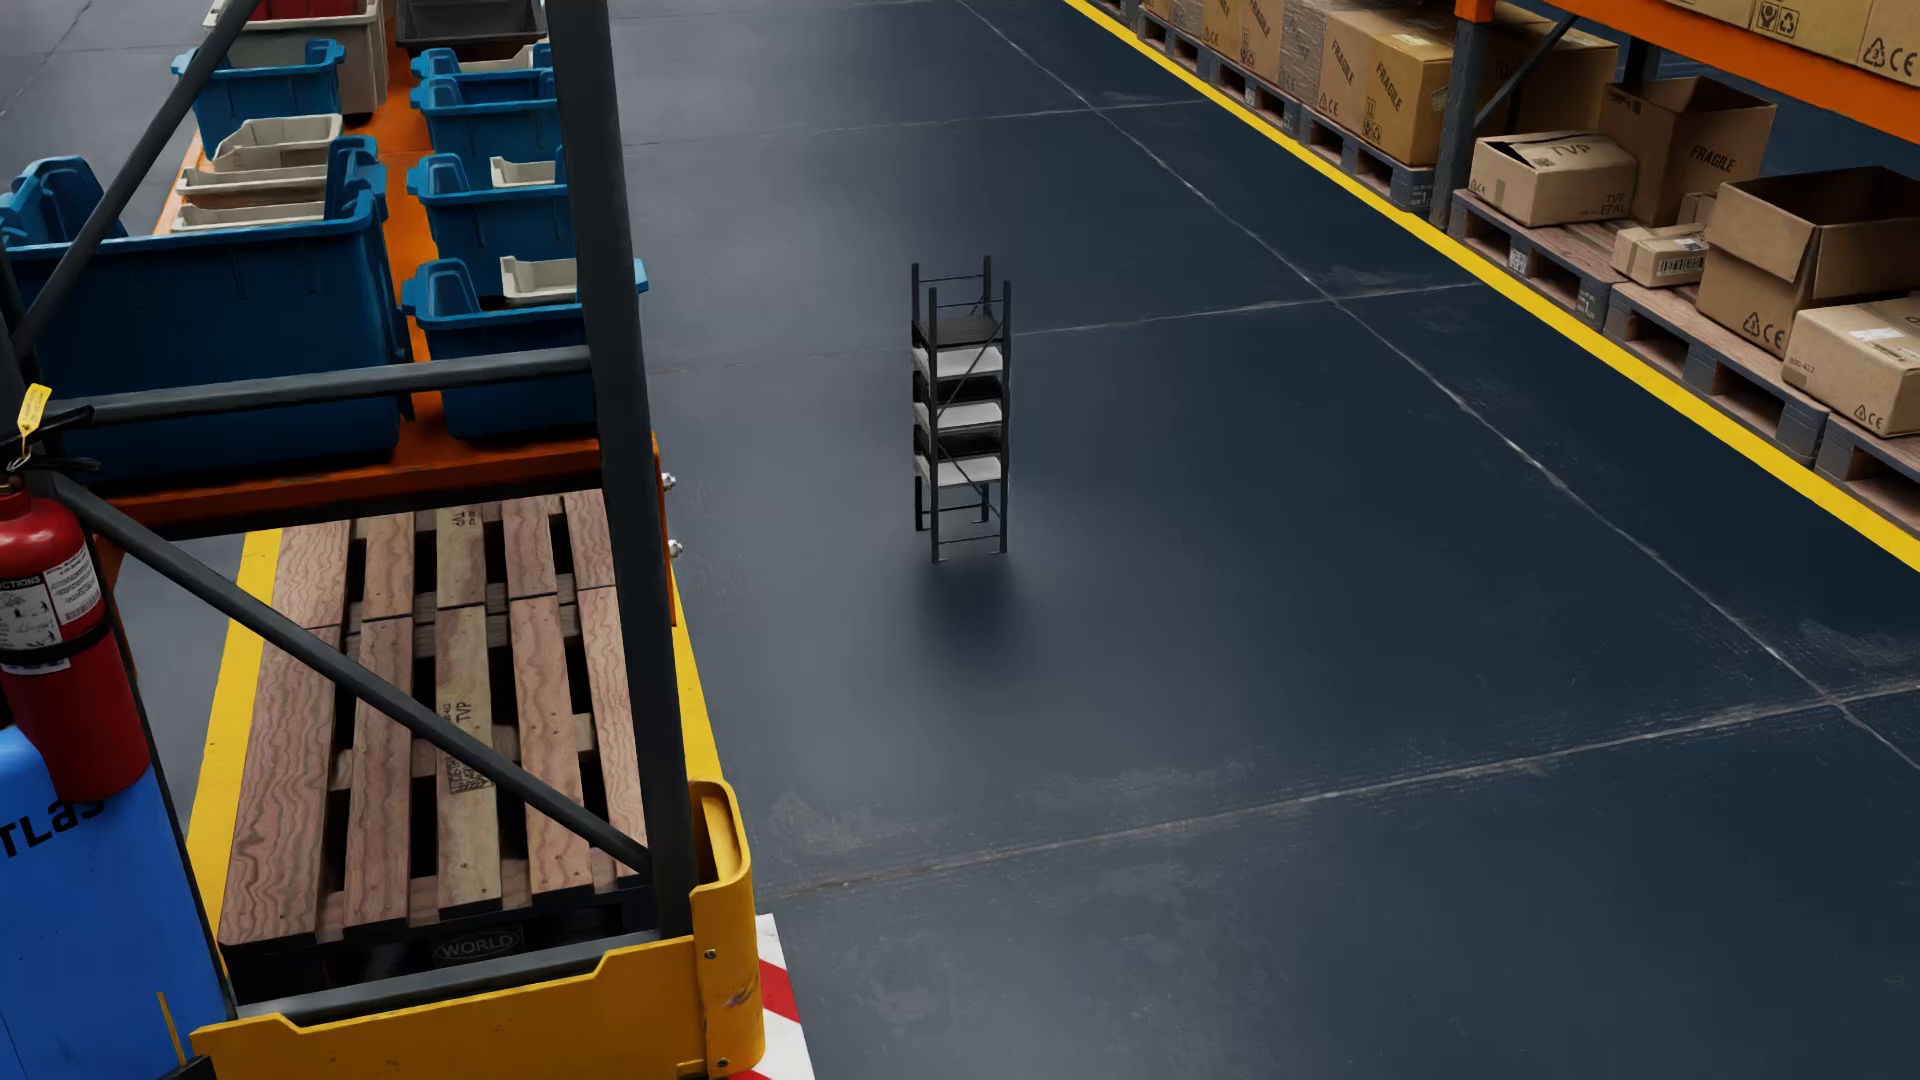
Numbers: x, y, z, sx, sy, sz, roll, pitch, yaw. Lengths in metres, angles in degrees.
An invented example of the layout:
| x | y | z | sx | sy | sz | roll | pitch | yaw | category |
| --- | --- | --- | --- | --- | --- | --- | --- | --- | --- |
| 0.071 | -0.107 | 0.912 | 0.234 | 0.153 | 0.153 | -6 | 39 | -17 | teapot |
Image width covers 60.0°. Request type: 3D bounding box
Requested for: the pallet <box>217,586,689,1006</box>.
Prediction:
| x | y | z | sx | sy | sz | roll | pitch | yaw | category |
| --- | --- | --- | --- | --- | --- | --- | --- | --- | --- |
| -1.196 | 0.565 | 4.063 | 1.003 | 0.211 | 1.213 | -8 | 31 | -13 | pallet |

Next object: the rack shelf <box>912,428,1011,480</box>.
| x | y | z | sx | sy | sz | roll | pitch | yaw | category |
| --- | --- | --- | --- | --- | --- | --- | --- | --- | --- |
| 0.002 | -0.279 | 5.080 | 0.258 | 0.077 | 0.200 | -8 | 31 | -13 | rack shelf |

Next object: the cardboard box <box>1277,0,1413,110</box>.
| x | y | z | sx | sy | sz | roll | pitch | yaw | category |
| --- | --- | --- | --- | --- | --- | --- | --- | --- | --- |
| 2.037 | -2.618 | 8.834 | 0.500 | 0.500 | 0.500 | -7 | 31 | -13 | cardboard box |

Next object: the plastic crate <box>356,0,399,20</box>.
| x | y | z | sx | sy | sz | roll | pitch | yaw | category |
| --- | --- | --- | --- | --- | --- | --- | --- | --- | --- |
| -2.091 | -1.838 | 5.635 | 0.396 | 0.136 | 0.243 | -8 | 31 | -13 | plastic crate |

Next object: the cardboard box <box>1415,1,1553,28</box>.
| x | y | z | sx | sy | sz | roll | pitch | yaw | category |
| --- | --- | --- | --- | --- | --- | --- | --- | --- | --- |
| 2.654 | -2.458 | 8.558 | 0.500 | 0.500 | 0.500 | -7 | 31 | -13 | cardboard box |

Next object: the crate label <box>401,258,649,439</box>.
| x | y | z | sx | sy | sz | roll | pitch | yaw | category |
| --- | --- | --- | --- | --- | --- | --- | --- | --- | --- |
| -0.763 | -0.355 | 2.976 | 0.416 | 0.233 | 0.303 | -8 | 31 | -13 | crate label |

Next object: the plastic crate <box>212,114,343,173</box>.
| x | y | z | sx | sy | sz | roll | pitch | yaw | category |
| --- | --- | --- | --- | --- | --- | --- | --- | --- | --- |
| -1.663 | -0.933 | 4.072 | 0.298 | 0.136 | 0.250 | -8 | 31 | -13 | plastic crate |

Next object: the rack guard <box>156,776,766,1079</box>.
| x | y | z | sx | sy | sz | roll | pitch | yaw | category |
| --- | --- | --- | --- | --- | --- | --- | --- | --- | --- |
| -0.996 | 0.854 | 3.276 | 1.175 | 0.500 | 0.348 | -8 | 31 | -13 | rack guard |

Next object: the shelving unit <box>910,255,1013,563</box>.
| x | y | z | sx | sy | sz | roll | pitch | yaw | category |
| --- | --- | --- | --- | --- | --- | --- | --- | --- | --- |
| 0.002 | -0.386 | 5.018 | 0.258 | 0.900 | 0.210 | -8 | 31 | -13 | shelving unit |

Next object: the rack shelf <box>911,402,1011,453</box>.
| x | y | z | sx | sy | sz | roll | pitch | yaw | category |
| --- | --- | --- | --- | --- | --- | --- | --- | --- | --- |
| 0.002 | -0.357 | 5.034 | 0.258 | 0.077 | 0.200 | -8 | 31 | -13 | rack shelf |

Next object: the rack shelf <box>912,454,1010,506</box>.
| x | y | z | sx | sy | sz | roll | pitch | yaw | category |
| --- | --- | --- | --- | --- | --- | --- | --- | --- | --- |
| 0.002 | -0.201 | 5.125 | 0.258 | 0.077 | 0.200 | -8 | 31 | -13 | rack shelf |

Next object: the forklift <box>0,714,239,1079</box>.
| x | y | z | sx | sy | sz | roll | pitch | yaw | category |
| --- | --- | --- | --- | --- | --- | --- | --- | --- | --- |
| -2.683 | 0.304 | 1.799 | 1.130 | 2.935 | 3.031 | 23 | 37 | 34 | forklift |

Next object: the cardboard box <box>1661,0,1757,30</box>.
| x | y | z | sx | sy | sz | roll | pitch | yaw | category |
| --- | --- | --- | --- | --- | --- | --- | --- | --- | --- |
| 2.842 | -2.099 | 5.782 | 0.500 | 0.500 | 0.500 | -8 | 31 | -14 | cardboard box |

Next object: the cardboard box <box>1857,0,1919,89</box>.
| x | y | z | sx | sy | sz | roll | pitch | yaw | category |
| --- | --- | --- | --- | --- | --- | --- | --- | --- | --- |
| 3.112 | -1.610 | 4.938 | 0.500 | 0.500 | 0.500 | -8 | 31 | -13 | cardboard box |

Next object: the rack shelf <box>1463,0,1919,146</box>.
| x | y | z | sx | sy | sz | roll | pitch | yaw | category |
| --- | --- | --- | --- | --- | --- | --- | --- | --- | --- |
| 3.231 | -1.550 | 5.651 | 1.077 | 0.370 | 4.000 | -8 | 31 | -13 | rack shelf |

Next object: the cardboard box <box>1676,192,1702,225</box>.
| x | y | z | sx | sy | sz | roll | pitch | yaw | category |
| --- | --- | --- | --- | --- | --- | --- | --- | --- | --- |
| 3.282 | -1.373 | 7.034 | 0.380 | 0.149 | 0.250 | -8 | 31 | -13 | cardboard box |

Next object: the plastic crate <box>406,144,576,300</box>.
| x | y | z | sx | sy | sz | roll | pitch | yaw | category |
| --- | --- | --- | --- | --- | --- | --- | --- | --- | --- |
| -0.938 | -0.673 | 3.525 | 0.416 | 0.233 | 0.300 | -8 | 31 | -13 | plastic crate |

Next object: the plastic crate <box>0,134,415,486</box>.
| x | y | z | sx | sy | sz | roll | pitch | yaw | category |
| --- | --- | --- | --- | --- | --- | --- | --- | --- | --- |
| -1.284 | -0.416 | 2.880 | 0.616 | 0.435 | 0.499 | -8 | 31 | -13 | plastic crate |

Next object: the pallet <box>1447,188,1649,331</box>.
| x | y | z | sx | sy | sz | roll | pitch | yaw | category |
| --- | --- | --- | --- | --- | --- | --- | --- | --- | --- |
| 2.881 | -1.288 | 7.265 | 1.003 | 0.211 | 1.213 | -8 | 31 | -13 | pallet |

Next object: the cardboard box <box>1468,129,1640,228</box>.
| x | y | z | sx | sy | sz | roll | pitch | yaw | category |
| --- | --- | --- | --- | --- | --- | --- | --- | --- | --- |
| 2.603 | -1.622 | 7.303 | 0.500 | 0.311 | 0.500 | -8 | 31 | -13 | cardboard box |

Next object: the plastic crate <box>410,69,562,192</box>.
| x | y | z | sx | sy | sz | roll | pitch | yaw | category |
| --- | --- | --- | --- | --- | --- | --- | --- | --- | --- |
| -1.113 | -0.991 | 4.074 | 0.416 | 0.233 | 0.300 | -8 | 31 | -13 | plastic crate |

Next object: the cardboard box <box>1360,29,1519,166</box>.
| x | y | z | sx | sy | sz | roll | pitch | yaw | category |
| --- | --- | --- | --- | --- | --- | --- | --- | --- | --- |
| 2.293 | -2.136 | 8.001 | 0.500 | 0.500 | 0.500 | -8 | 31 | -14 | cardboard box |

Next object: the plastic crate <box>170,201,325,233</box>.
| x | y | z | sx | sy | sz | roll | pitch | yaw | category |
| --- | --- | --- | --- | --- | --- | --- | --- | --- | --- |
| -1.469 | -0.662 | 3.602 | 0.396 | 0.136 | 0.243 | -8 | 31 | -13 | plastic crate |

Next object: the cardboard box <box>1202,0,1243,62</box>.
| x | y | z | sx | sy | sz | roll | pitch | yaw | category |
| --- | --- | --- | --- | --- | --- | --- | --- | --- | --- |
| 1.756 | -3.114 | 9.693 | 0.500 | 0.500 | 0.500 | -8 | 31 | -14 | cardboard box |

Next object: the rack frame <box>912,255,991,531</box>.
| x | y | z | sx | sy | sz | roll | pitch | yaw | category |
| --- | --- | --- | --- | --- | --- | --- | --- | --- | --- |
| -0.025 | -0.435 | 5.103 | 0.240 | 0.900 | 0.006 | -8 | 31 | -13 | rack frame |

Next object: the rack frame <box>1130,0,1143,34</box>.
| x | y | z | sx | sy | sz | roll | pitch | yaw | category |
| --- | --- | --- | --- | --- | --- | --- | --- | --- | --- |
| 1.638 | -4.759 | 10.477 | 1.000 | 3.000 | 0.127 | -8 | 31 | -13 | rack frame |

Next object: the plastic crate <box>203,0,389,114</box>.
| x | y | z | sx | sy | sz | roll | pitch | yaw | category |
| --- | --- | --- | --- | --- | --- | --- | --- | --- | --- |
| -1.849 | -1.383 | 4.703 | 0.437 | 0.282 | 0.530 | -8 | 31 | -13 | plastic crate |

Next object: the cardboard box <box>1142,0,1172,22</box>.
| x | y | z | sx | sy | sz | roll | pitch | yaw | category |
| --- | --- | --- | --- | --- | --- | --- | --- | --- | --- |
| 1.484 | -3.609 | 10.548 | 0.500 | 0.500 | 0.500 | -7 | 31 | -11 | cardboard box |

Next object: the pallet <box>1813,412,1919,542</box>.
| x | y | z | sx | sy | sz | roll | pitch | yaw | category |
| --- | --- | --- | --- | --- | --- | --- | --- | --- | --- |
| 3.529 | -0.110 | 5.229 | 1.003 | 0.211 | 1.213 | -8 | 31 | -13 | pallet |

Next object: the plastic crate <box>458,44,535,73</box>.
| x | y | z | sx | sy | sz | roll | pitch | yaw | category |
| --- | --- | --- | --- | --- | --- | --- | --- | --- | --- |
| -1.325 | -1.281 | 4.672 | 0.293 | 0.136 | 0.466 | -8 | 31 | -13 | plastic crate |

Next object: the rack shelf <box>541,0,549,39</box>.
| x | y | z | sx | sy | sz | roll | pitch | yaw | category |
| --- | --- | --- | --- | --- | --- | --- | --- | --- | --- |
| -2.608 | -2.825 | 7.854 | 1.077 | 0.370 | 4.000 | -8 | 31 | -13 | rack shelf |

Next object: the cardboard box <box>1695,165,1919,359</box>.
| x | y | z | sx | sy | sz | roll | pitch | yaw | category |
| --- | --- | --- | --- | --- | --- | --- | --- | --- | --- |
| 3.204 | -1.030 | 6.088 | 0.797 | 0.503 | 0.637 | -8 | 31 | -13 | cardboard box |

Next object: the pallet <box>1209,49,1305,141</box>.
| x | y | z | sx | sy | sz | roll | pitch | yaw | category |
| --- | --- | --- | --- | --- | --- | --- | --- | --- | --- |
| 2.120 | -2.598 | 9.528 | 1.003 | 0.211 | 1.213 | -8 | 31 | -13 | pallet |

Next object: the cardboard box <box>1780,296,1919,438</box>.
| x | y | z | sx | sy | sz | roll | pitch | yaw | category |
| --- | --- | --- | --- | --- | --- | --- | --- | --- | --- |
| 3.157 | -0.588 | 5.577 | 0.500 | 0.250 | 0.500 | -8 | 31 | -13 | cardboard box |

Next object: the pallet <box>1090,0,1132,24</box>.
| x | y | z | sx | sy | sz | roll | pitch | yaw | category |
| --- | --- | --- | --- | --- | --- | --- | --- | --- | --- |
| 1.457 | -3.955 | 11.872 | 1.003 | 0.211 | 1.213 | -8 | 31 | -13 | pallet |
